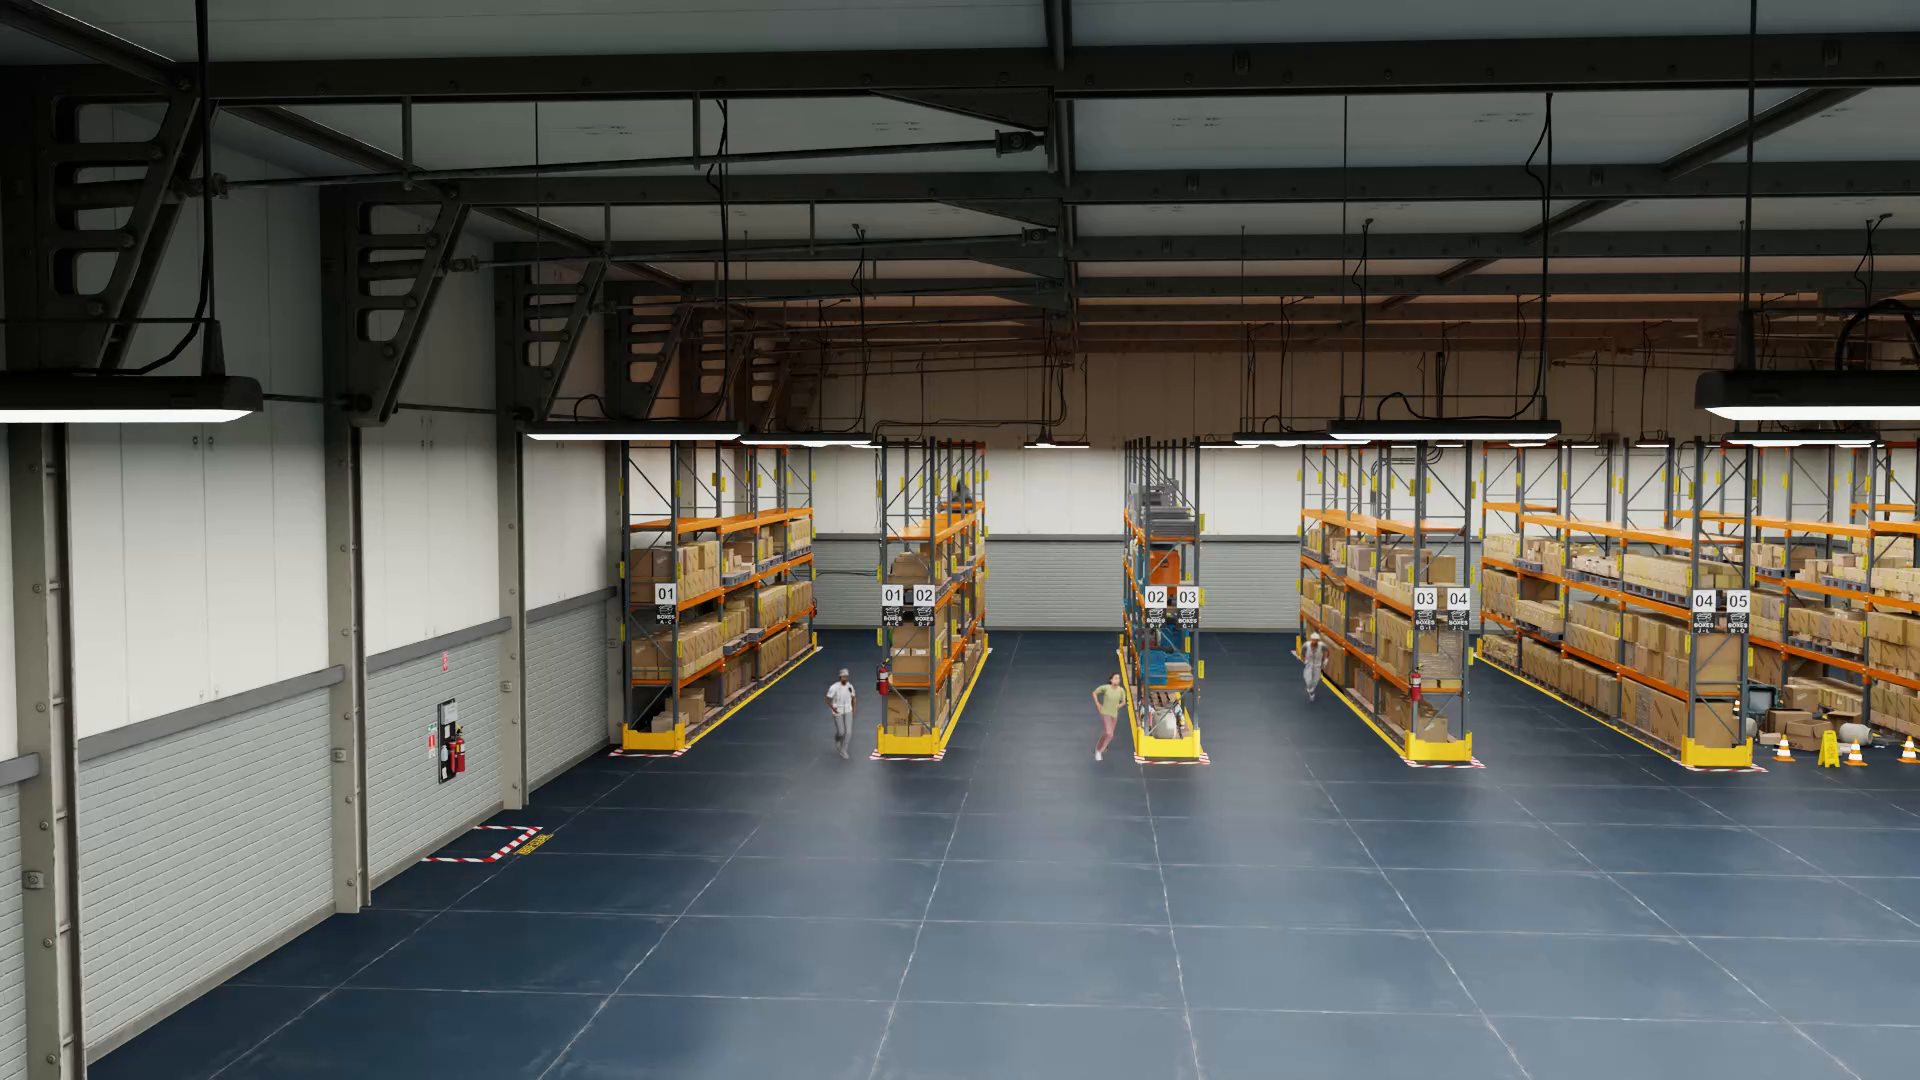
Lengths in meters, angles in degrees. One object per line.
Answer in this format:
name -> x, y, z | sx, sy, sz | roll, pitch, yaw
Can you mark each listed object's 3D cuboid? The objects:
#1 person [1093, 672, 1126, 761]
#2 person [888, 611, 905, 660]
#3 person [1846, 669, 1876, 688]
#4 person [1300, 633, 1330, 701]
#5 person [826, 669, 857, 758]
person -> 2.770, 3.253, 30.785 | 0.597, 1.636, 0.620 | -1, 3, -24
person -> -1.687, 2.297, 43.220 | 0.654, 1.790, 0.739 | 0, 3, -2
person -> 21.315, 2.788, 39.374 | 0.633, 1.733, 1.107 | 0, 3, 2
person -> 8.108, 2.891, 38.032 | 0.687, 1.609, 0.914 | 0, 3, 5
person -> -2.212, 3.222, 31.187 | 0.610, 1.638, 0.523 | -1, 3, -22
